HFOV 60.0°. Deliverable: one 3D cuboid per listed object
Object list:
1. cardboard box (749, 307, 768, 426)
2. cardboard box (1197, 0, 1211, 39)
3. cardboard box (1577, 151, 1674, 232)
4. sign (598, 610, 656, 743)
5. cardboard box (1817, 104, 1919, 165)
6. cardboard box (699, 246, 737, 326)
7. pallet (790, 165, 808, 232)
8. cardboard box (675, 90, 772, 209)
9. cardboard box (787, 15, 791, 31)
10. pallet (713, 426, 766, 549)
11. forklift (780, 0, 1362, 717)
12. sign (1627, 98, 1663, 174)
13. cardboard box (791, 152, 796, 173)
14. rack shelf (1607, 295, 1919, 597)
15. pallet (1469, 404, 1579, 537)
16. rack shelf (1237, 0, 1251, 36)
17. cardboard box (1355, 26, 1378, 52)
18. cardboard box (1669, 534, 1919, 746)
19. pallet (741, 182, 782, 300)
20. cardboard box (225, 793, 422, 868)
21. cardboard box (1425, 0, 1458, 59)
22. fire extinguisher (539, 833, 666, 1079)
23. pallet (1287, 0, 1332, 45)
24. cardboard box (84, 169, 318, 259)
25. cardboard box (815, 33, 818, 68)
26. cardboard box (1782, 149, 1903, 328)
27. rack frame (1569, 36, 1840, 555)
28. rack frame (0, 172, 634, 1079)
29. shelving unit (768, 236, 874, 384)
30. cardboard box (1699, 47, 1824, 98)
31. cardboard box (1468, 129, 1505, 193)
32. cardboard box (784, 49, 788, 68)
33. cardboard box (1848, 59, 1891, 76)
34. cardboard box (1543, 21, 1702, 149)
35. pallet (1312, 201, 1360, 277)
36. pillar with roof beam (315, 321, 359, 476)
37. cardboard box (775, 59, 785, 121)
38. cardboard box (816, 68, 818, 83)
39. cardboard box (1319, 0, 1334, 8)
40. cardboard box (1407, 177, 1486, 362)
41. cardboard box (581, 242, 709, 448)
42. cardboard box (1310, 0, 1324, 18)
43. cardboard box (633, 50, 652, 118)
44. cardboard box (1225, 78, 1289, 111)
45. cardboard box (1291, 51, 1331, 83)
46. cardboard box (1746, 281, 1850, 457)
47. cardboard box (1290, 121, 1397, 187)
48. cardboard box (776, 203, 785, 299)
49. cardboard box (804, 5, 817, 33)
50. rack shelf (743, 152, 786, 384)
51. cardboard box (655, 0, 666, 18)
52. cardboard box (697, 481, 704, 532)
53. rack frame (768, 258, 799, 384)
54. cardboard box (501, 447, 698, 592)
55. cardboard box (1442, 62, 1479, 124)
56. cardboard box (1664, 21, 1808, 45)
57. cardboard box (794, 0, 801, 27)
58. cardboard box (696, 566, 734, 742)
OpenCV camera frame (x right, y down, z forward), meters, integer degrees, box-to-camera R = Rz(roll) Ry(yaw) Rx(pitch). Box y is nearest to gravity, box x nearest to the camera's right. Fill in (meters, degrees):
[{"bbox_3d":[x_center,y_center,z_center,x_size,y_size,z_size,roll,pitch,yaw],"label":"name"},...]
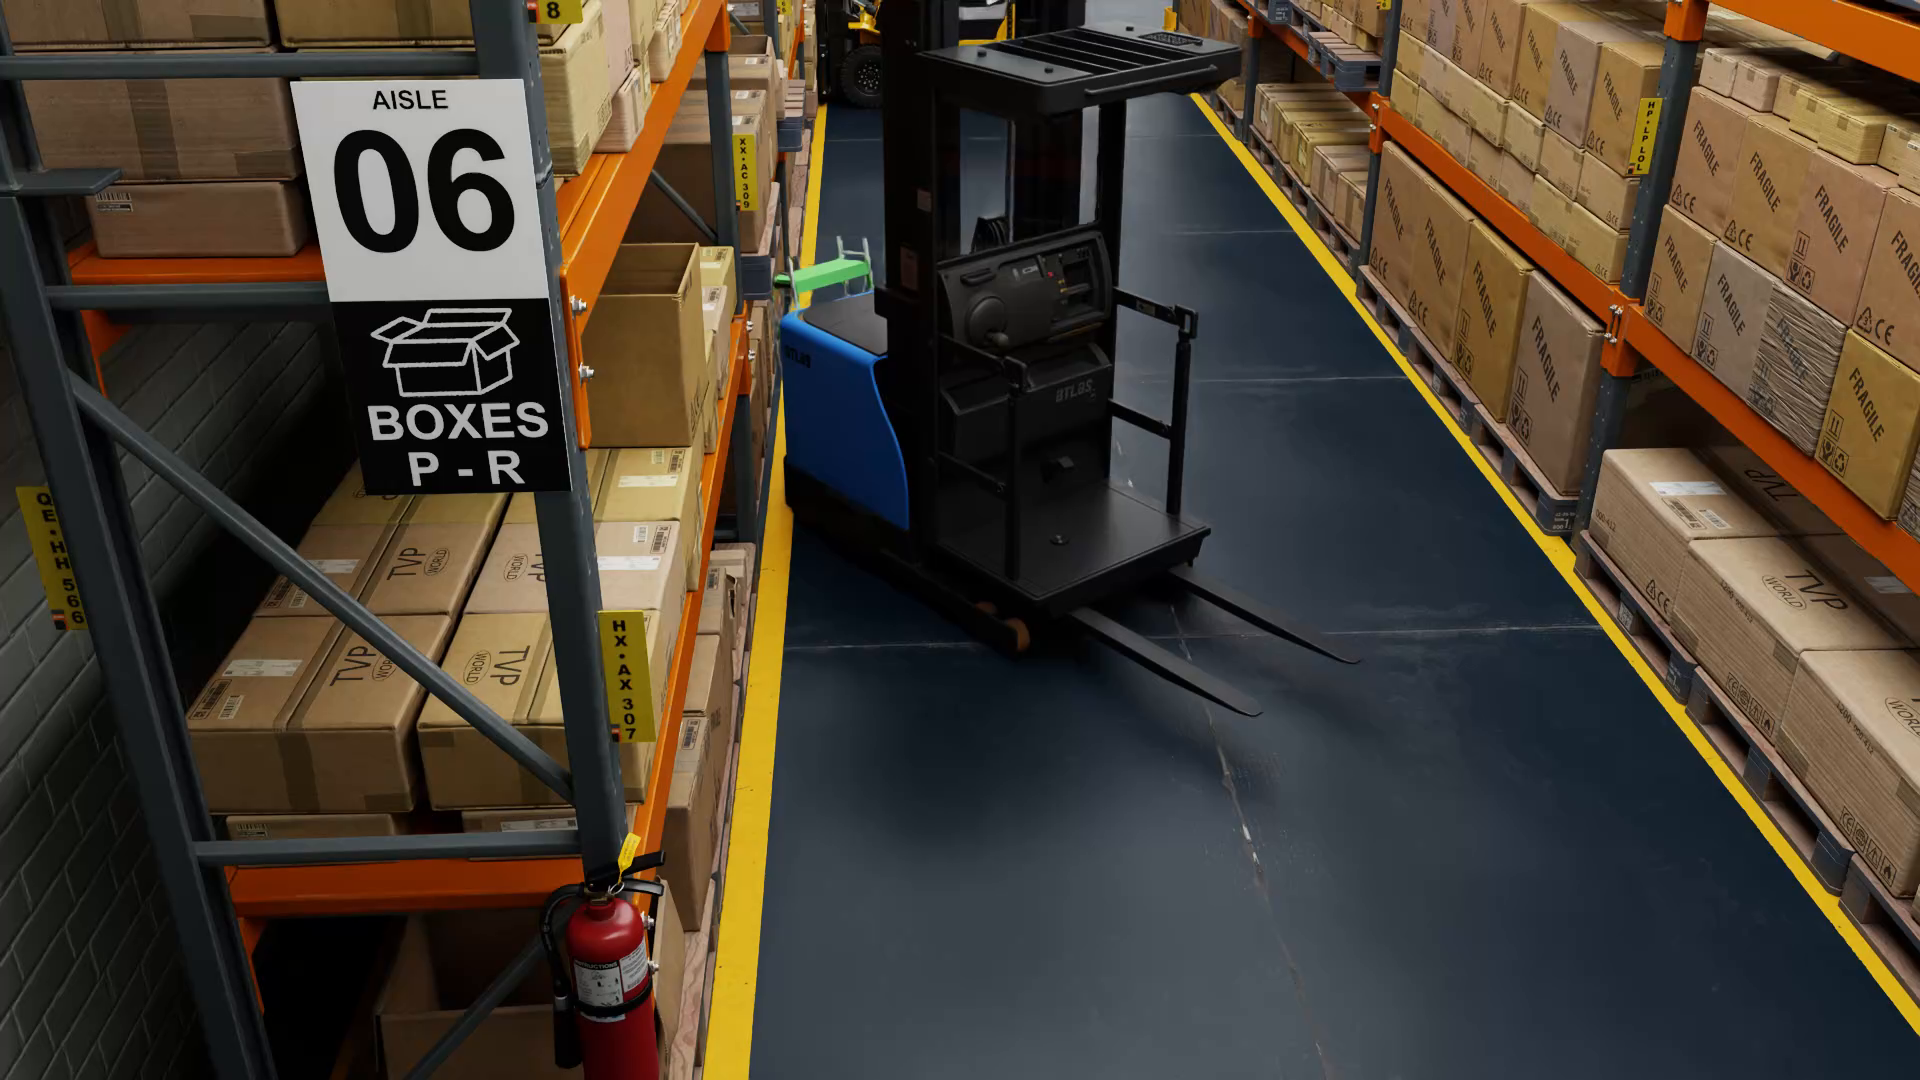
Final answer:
[{"bbox_3d":[-1.316,-0.942,9.061,0.500,0.500,0.500,-2,28,-4],"label":"cardboard box"},{"bbox_3d":[2.692,-5.258,16.797,0.500,0.500,0.500,-1,28,-2],"label":"cardboard box"},{"bbox_3d":[3.235,-1.633,7.760,0.500,0.250,0.500,-1,28,-3],"label":"cardboard box"},{"bbox_3d":[-0.705,0.291,3.512,0.100,0.325,0.005,-1,28,-3],"label":"sign"},{"bbox_3d":[3.280,-1.429,5.855,0.380,0.149,0.250,-2,28,-4],"label":"cardboard box"},{"bbox_3d":[-1.186,-0.995,6.755,0.500,0.250,0.500,-1,28,-1],"label":"cardboard box"},{"bbox_3d":[-1.729,-2.713,13.223,1.003,0.211,1.213,-1,28,-3],"label":"pallet"},{"bbox_3d":[-1.285,-1.857,8.005,0.700,0.500,0.500,-1,28,-2],"label":"cardboard box"},{"bbox_3d":[-1.478,-3.845,12.001,0.500,0.250,0.500,-2,28,-4],"label":"cardboard box"},{"bbox_3d":[-1.536,-0.297,8.592,1.003,0.211,1.213,-1,28,-3],"label":"pallet"},{"bbox_3d":[0.436,-1.055,7.103,1.130,2.935,3.031,-21,34,-34],"label":"forklift"},{"bbox_3d":[2.959,-1.741,7.178,0.100,0.325,0.005,-1,28,-3],"label":"sign"},{"bbox_3d":[-1.802,-3.387,13.615,0.875,0.625,0.625,-2,28,-3],"label":"cardboard box"},{"bbox_3d":[3.605,-0.038,5.857,1.077,0.370,4.000,-1,28,-3],"label":"rack shelf"},{"bbox_3d":[3.385,-0.399,8.786,1.003,0.211,1.213,-1,28,-3],"label":"pallet"},{"bbox_3d":[2.979,-5.580,16.482,1.077,0.370,4.000,-1,28,-3],"label":"rack shelf"},{"bbox_3d":[2.954,-3.470,11.478,0.380,0.149,0.250,-1,28,-2],"label":"cardboard box"},{"bbox_3d":[3.474,0.375,6.603,0.875,0.438,0.875,-2,28,-4],"label":"cardboard box"},{"bbox_3d":[-1.389,-1.445,7.985,1.003,0.211,1.213,-1,28,-3],"label":"pallet"},{"bbox_3d":[-1.532,0.653,4.026,0.380,0.149,0.250,-2,28,-3],"label":"cardboard box"},{"bbox_3d":[3.109,-3.153,9.862,0.500,0.500,0.500,-1,28,-2],"label":"cardboard box"},{"bbox_3d":[-0.778,0.945,3.682,0.296,0.674,0.183,-1,28,-3],"label":"fire extinguisher"},{"bbox_3d":[3.148,-3.956,12.798,1.003,0.211,1.213,-1,28,-3],"label":"pallet"},{"bbox_3d":[-1.495,-0.672,3.324,0.380,0.149,0.250,-1,28,-1],"label":"cardboard box"},{"bbox_3d":[-1.634,-4.738,16.069,0.500,0.250,0.500,-2,28,-3],"label":"cardboard box"},{"bbox_3d":[3.319,-1.072,5.873,0.500,0.500,0.500,-1,28,-2],"label":"cardboard box"},{"bbox_3d":[3.501,-1.280,7.461,1.000,3.000,0.127,-1,28,-3],"label":"rack frame"},{"bbox_3d":[-1.247,0.688,3.687,1.000,3.000,0.127,-1,28,-3],"label":"rack frame"},{"bbox_3d":[-0.672,-0.942,8.721,0.503,1.200,0.258,-23,25,-37],"label":"shelving unit"},{"bbox_3d":[3.258,-1.904,6.766,0.380,0.149,0.250,-2,28,-3],"label":"cardboard box"},{"bbox_3d":[3.162,-2.122,9.237,0.500,0.250,0.500,-1,28,-3],"label":"cardboard box"},{"bbox_3d":[-1.465,-3.383,11.654,0.500,0.250,0.500,-2,28,-4],"label":"cardboard box"},{"bbox_3d":[3.740,-1.797,6.561,0.380,0.149,0.250,-1,28,-1],"label":"cardboard box"},{"bbox_3d":[3.192,-2.207,8.049,0.500,0.500,0.500,-1,28,-2],"label":"cardboard box"},{"bbox_3d":[3.253,-2.252,12.340,1.003,0.211,1.213,-1,28,-3],"label":"pallet"},{"bbox_3d":[1.980,-3.579,5.382,9.100,9.000,0.400,-1,28,-3],"label":"pillar with roof beam"},{"bbox_3d":[-1.286,-2.646,9.788,0.500,0.250,0.500,-3,28,-5],"label":"cardboard box"},{"bbox_3d":[-1.653,-4.523,16.197,0.500,0.250,0.500,-1,28,-2],"label":"cardboard box"},{"bbox_3d":[2.925,-4.165,12.108,0.500,0.500,0.500,-3,28,-6],"label":"cardboard box"},{"bbox_3d":[3.287,-1.639,9.992,0.875,0.875,0.875,-1,28,-2],"label":"cardboard box"},{"bbox_3d":[-1.080,-0.618,5.221,0.500,0.500,0.500,-1,28,-1],"label":"cardboard box"},{"bbox_3d":[2.880,-4.062,12.612,0.380,0.149,0.250,-2,28,-4],"label":"cardboard box"},{"bbox_3d":[-0.999,-1.161,4.260,0.380,0.149,0.250,-1,28,-3],"label":"cardboard box"},{"bbox_3d":[2.784,-4.209,15.595,0.500,0.250,0.500,0,28,0],"label":"cardboard box"},{"bbox_3d":[3.322,-4.553,15.445,0.500,0.500,0.500,0,28,0],"label":"cardboard box"},{"bbox_3d":[3.306,-0.639,6.124,0.500,0.500,0.500,-1,28,-2],"label":"cardboard box"},{"bbox_3d":[3.192,-3.101,13.339,0.950,0.372,0.625,0,28,-1],"label":"cardboard box"},{"bbox_3d":[-1.428,-1.894,10.887,0.500,0.500,0.500,-1,28,-1],"label":"cardboard box"},{"bbox_3d":[-1.640,-4.961,15.955,0.500,0.250,0.500,0,28,-1],"label":"cardboard box"},{"bbox_3d":[-1.560,-1.764,9.166,1.077,0.370,4.000,-1,28,-3],"label":"rack shelf"},{"bbox_3d":[-1.109,-1.628,4.724,0.500,0.250,0.500,-2,28,-3],"label":"cardboard box"},{"bbox_3d":[-1.042,-0.076,5.424,0.380,0.149,0.250,-1,28,-1],"label":"cardboard box"},{"bbox_3d":[-0.852,-0.865,8.576,0.015,1.200,0.240,-23,25,-37],"label":"rack frame"},{"bbox_3d":[-1.058,-0.060,4.962,0.500,0.250,0.500,-2,28,-4],"label":"cardboard box"},{"bbox_3d":[3.111,-2.574,9.563,0.500,0.250,0.500,-1,28,-3],"label":"cardboard box"},{"bbox_3d":[3.711,-2.213,8.059,0.500,0.500,0.500,-2,28,-3],"label":"cardboard box"},{"bbox_3d":[-1.554,-4.328,13.467,0.500,0.250,0.500,-2,28,-3],"label":"cardboard box"},{"bbox_3d":[-1.244,0.451,6.391,0.700,0.500,0.500,-2,28,-5],"label":"cardboard box"}]
